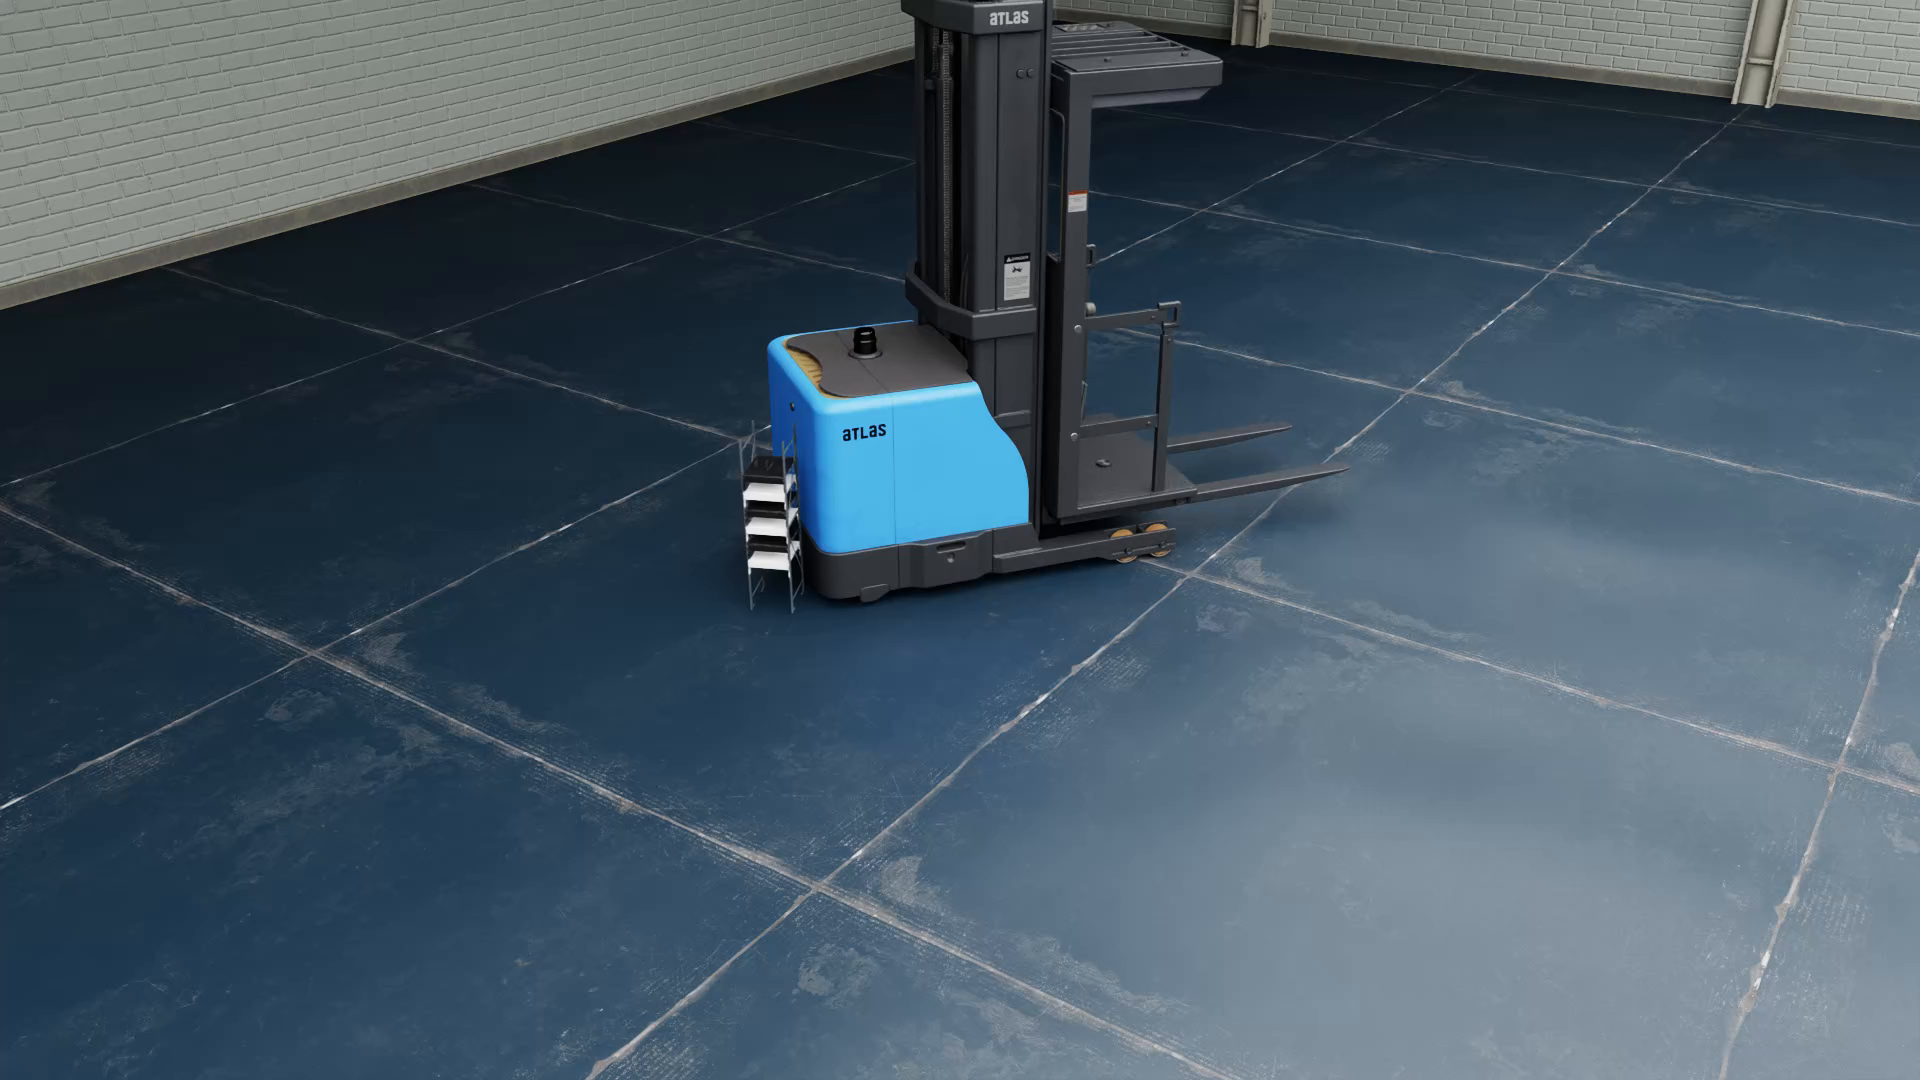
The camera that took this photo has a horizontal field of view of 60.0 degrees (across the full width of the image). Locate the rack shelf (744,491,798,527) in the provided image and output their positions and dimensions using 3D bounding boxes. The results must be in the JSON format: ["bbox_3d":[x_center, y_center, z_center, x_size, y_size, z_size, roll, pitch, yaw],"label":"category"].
[{"bbox_3d":[-0.897,-0.157,7.941,0.200,0.077,0.258,4,27,8],"label":"rack shelf"}]

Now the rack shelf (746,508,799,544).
[{"bbox_3d":[-0.897,-0.077,7.982,0.200,0.077,0.258,4,27,8],"label":"rack shelf"}]

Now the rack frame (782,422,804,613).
[{"bbox_3d":[-0.796,-0.100,7.953,0.006,0.900,0.240,4,27,8],"label":"rack frame"}]

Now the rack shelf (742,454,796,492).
[{"bbox_3d":[-0.898,-0.318,7.860,0.200,0.077,0.258,4,27,8],"label":"rack shelf"}]

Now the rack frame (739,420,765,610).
[{"bbox_3d":[-0.997,-0.114,7.981,0.006,0.900,0.240,4,27,8],"label":"rack frame"}]

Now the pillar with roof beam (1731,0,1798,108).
[{"bbox_3d":[6.191,-7.153,12.884,0.400,9.000,9.100,17,32,30],"label":"pillar with roof beam"}]

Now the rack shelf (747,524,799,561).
[{"bbox_3d":[-0.896,0.003,8.023,0.200,0.077,0.258,4,27,8],"label":"rack shelf"}]

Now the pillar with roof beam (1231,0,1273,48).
[{"bbox_3d":[1.246,-8.694,15.911,0.400,9.000,9.100,17,32,30],"label":"pillar with roof beam"}]

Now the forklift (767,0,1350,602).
[{"bbox_3d":[0.586,-1.404,8.278,3.031,2.935,1.130,-10,28,-18],"label":"forklift"}]

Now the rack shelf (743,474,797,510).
[{"bbox_3d":[-0.897,-0.238,7.900,0.200,0.077,0.258,4,27,8],"label":"rack shelf"}]

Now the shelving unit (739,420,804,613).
[{"bbox_3d":[-0.897,-0.107,7.967,0.210,0.900,0.258,4,27,8],"label":"shelving unit"}]

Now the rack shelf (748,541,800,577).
[{"bbox_3d":[-0.896,0.083,8.063,0.200,0.077,0.258,4,27,8],"label":"rack shelf"}]
